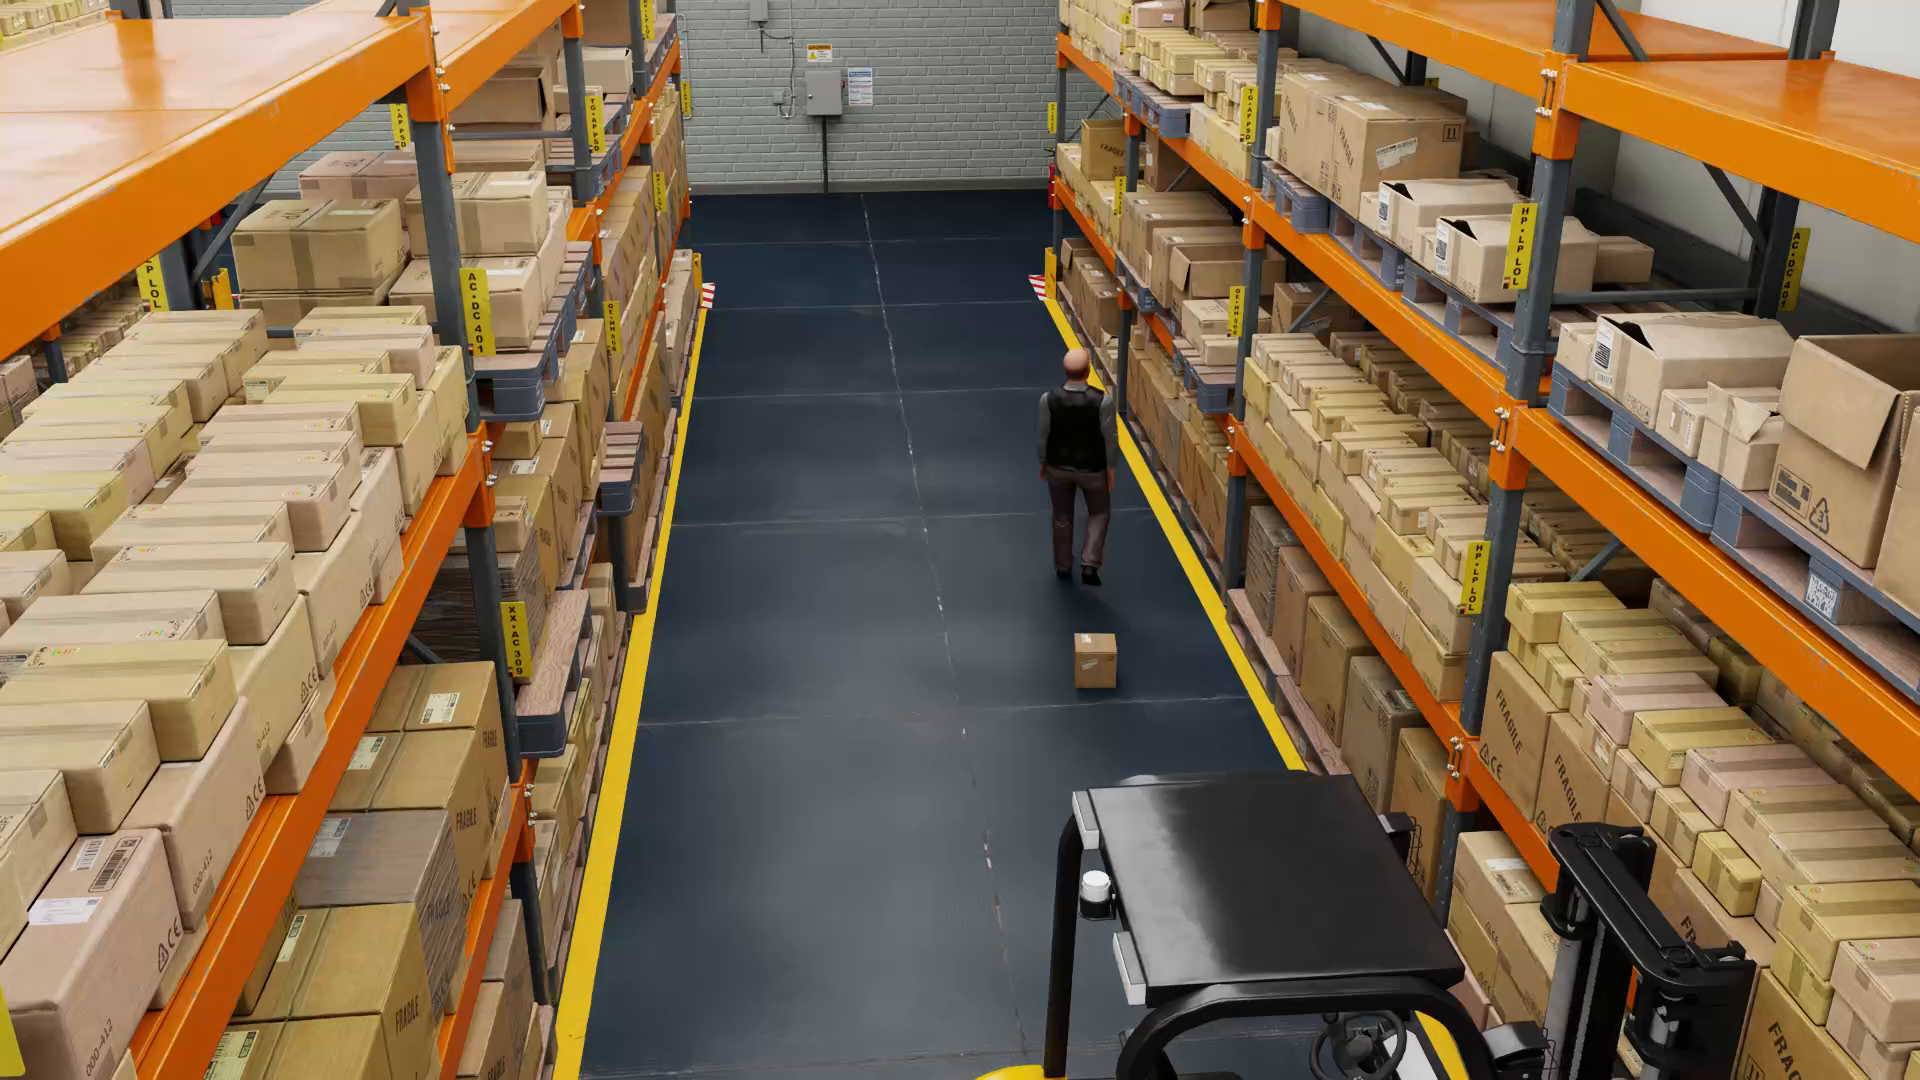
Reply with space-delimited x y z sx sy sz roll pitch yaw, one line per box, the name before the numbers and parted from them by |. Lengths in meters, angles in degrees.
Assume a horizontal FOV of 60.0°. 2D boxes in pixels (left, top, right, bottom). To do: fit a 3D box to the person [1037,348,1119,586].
person | 0.798 -0.495 11.247 0.554 1.709 0.662 5 24 10
